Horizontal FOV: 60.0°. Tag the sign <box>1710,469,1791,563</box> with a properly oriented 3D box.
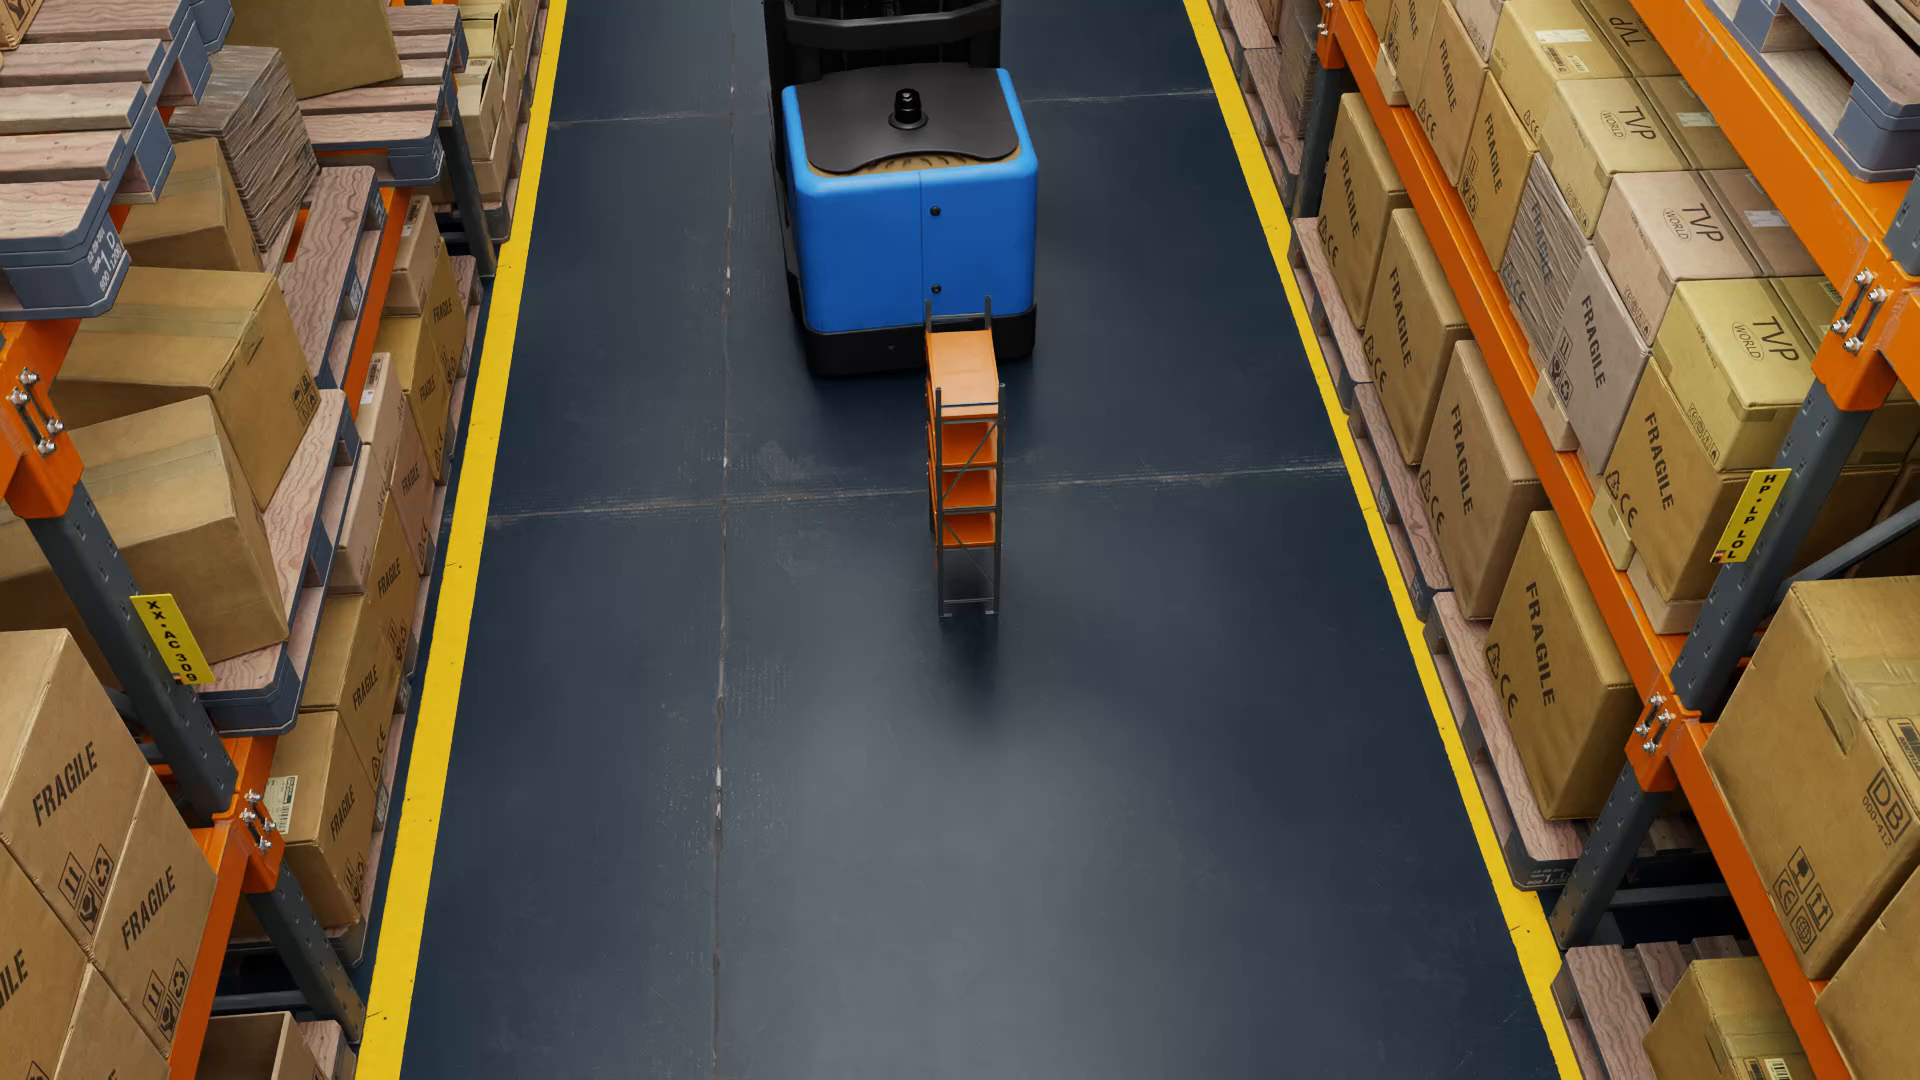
[{"bbox_3d":[1.965,-0.056,4.131,0.100,0.325,0.005,-3,47,-3],"label":"sign"}]

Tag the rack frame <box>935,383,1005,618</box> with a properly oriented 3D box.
[{"bbox_3d":[0.034,-0.116,6.170,0.240,1.200,0.015,-3,47,-3],"label":"rack frame"}]

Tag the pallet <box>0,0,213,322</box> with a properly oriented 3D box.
[{"bbox_3d":[-2.416,-0.865,3.703,1.213,0.211,1.003,-3,47,-3],"label":"pallet"}]

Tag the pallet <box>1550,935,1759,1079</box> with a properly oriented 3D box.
[{"bbox_3d":[2.490,1.788,5.048,1.003,0.211,1.213,-3,47,-3],"label":"pallet"}]

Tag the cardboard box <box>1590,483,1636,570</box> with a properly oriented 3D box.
[{"bbox_3d":[2.150,-0.055,5.031,0.380,0.149,0.250,-3,47,-3],"label":"cardboard box"}]

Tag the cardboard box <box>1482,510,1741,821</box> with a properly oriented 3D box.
[{"bbox_3d":[2.321,0.407,5.627,0.750,0.750,0.750,-3,47,-3],"label":"cardboard box"}]

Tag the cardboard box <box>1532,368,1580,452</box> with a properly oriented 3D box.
[{"bbox_3d":[2.092,-0.432,5.389,0.380,0.149,0.250,-3,47,-3],"label":"cardboard box"}]

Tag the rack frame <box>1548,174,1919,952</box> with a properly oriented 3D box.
[{"bbox_3d":[2.505,0.274,4.561,1.000,3.000,0.127,-3,47,-3],"label":"rack frame"}]

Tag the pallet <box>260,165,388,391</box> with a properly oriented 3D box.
[{"bbox_3d":[-2.599,-0.843,5.751,1.003,0.211,1.213,-3,47,-3],"label":"pallet"}]

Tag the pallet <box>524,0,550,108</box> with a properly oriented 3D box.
[{"bbox_3d":[-2.895,-2.836,9.427,1.003,0.211,1.213,-3,47,-3],"label":"pallet"}]

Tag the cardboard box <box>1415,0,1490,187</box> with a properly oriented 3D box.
[{"bbox_3d":[2.030,-1.658,6.103,0.500,0.500,0.500,-4,47,-3],"label":"cardboard box"}]

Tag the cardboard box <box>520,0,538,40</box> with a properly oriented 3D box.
[{"bbox_3d":[-2.652,-3.022,9.287,0.500,0.250,0.500,-3,47,-2],"label":"cardboard box"}]

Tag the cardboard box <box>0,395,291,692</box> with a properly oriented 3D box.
[{"bbox_3d":[-2.248,0.043,4.422,0.700,0.500,0.500,-18,49,-16],"label":"cardboard box"}]

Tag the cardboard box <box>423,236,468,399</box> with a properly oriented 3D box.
[{"bbox_3d":[-2.454,-0.945,7.134,0.500,0.500,0.500,-2,47,-2],"label":"cardboard box"}]

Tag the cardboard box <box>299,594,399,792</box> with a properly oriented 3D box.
[{"bbox_3d":[-2.285,0.536,5.731,0.500,0.500,0.500,-3,47,-3],"label":"cardboard box"}]

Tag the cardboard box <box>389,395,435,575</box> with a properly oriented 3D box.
[{"bbox_3d":[-2.361,-0.191,6.420,0.500,0.500,0.500,-5,47,-5],"label":"cardboard box"}]

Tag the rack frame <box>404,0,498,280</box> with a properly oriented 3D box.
[{"bbox_3d":[-2.766,-2.316,7.014,1.000,3.000,0.127,-3,47,-3],"label":"rack frame"}]

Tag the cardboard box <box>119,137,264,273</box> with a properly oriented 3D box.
[{"bbox_3d":[-2.641,-0.875,5.291,0.700,0.500,0.500,-14,48,-13],"label":"cardboard box"}]

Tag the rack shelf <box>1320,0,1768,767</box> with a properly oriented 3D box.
[{"bbox_3d":[2.337,-0.925,6.192,1.077,0.370,4.000,-3,47,-3],"label":"rack shelf"}]

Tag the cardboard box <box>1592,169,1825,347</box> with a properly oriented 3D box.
[{"bbox_3d":[2.177,-0.820,4.793,0.500,0.250,0.500,-3,47,-2],"label":"cardboard box"}]

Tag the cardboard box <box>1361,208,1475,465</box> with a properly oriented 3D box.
[{"bbox_3d":[2.168,-0.851,6.817,0.750,0.750,0.750,-4,47,-3],"label":"cardboard box"}]

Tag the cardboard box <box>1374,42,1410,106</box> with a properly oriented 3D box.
[{"bbox_3d":[1.917,-1.908,6.786,0.380,0.149,0.250,-2,47,-2],"label":"cardboard box"}]

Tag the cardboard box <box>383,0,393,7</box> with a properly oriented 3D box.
[{"bbox_3d":[-2.753,-2.551,7.298,0.500,0.311,0.500,-1,47,-1],"label":"cardboard box"}]

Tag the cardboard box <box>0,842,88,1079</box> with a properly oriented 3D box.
[{"bbox_3d":[-2.085,0.921,3.191,0.500,0.500,0.500,-4,47,-4],"label":"cardboard box"}]

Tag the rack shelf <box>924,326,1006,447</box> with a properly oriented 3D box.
[{"bbox_3d":[0.014,-0.563,6.052,0.258,0.148,0.480,-3,47,-3],"label":"rack shelf"}]

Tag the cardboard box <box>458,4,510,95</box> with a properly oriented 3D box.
[{"bbox_3d":[-2.570,-2.484,8.391,0.500,0.311,0.500,-5,47,-4],"label":"cardboard box"}]

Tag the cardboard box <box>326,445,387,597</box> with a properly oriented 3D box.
[{"bbox_3d":[-2.313,-0.060,5.779,0.500,0.250,0.500,-3,47,-3],"label":"cardboard box"}]

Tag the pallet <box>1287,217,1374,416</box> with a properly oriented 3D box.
[{"bbox_3d":[2.161,-1.086,7.769,1.003,0.211,1.213,-3,47,-3],"label":"pallet"}]

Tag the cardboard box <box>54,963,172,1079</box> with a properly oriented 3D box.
[{"bbox_3d":[-2.089,1.263,3.556,0.500,0.500,0.500,-2,47,-2],"label":"cardboard box"}]

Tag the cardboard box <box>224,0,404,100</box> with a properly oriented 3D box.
[{"bbox_3d":[-2.601,-2.046,6.400,0.700,0.500,0.500,-18,49,-16],"label":"cardboard box"}]

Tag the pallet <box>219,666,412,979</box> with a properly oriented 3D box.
[{"bbox_3d":[-2.537,0.951,5.841,1.003,0.211,1.213,-3,47,-3],"label":"pallet"}]

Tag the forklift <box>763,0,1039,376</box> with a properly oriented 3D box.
[{"bbox_3d":[-0.393,-2.831,7.549,1.130,2.935,3.031,-6,47,-6],"label":"forklift"}]

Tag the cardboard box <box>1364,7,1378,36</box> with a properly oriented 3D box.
[{"bbox_3d":[1.967,-2.288,7.147,0.380,0.149,0.250,-4,47,-4],"label":"cardboard box"}]

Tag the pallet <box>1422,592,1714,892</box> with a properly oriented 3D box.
[{"bbox_3d":[2.365,0.680,6.097,1.003,0.211,1.213,-3,47,-3],"label":"pallet"}]

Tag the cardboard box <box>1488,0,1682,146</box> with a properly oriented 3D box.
[{"bbox_3d":[2.091,-1.558,5.492,0.500,0.250,0.500,-4,47,-4],"label":"cardboard box"}]

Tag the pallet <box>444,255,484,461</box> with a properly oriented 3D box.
[{"bbox_3d":[-2.741,-0.814,7.512,1.003,0.211,1.213,-3,47,-3],"label":"pallet"}]

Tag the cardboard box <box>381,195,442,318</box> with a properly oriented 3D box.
[{"bbox_3d":[-2.445,-1.163,6.824,0.500,0.250,0.500,-2,47,-2],"label":"cardboard box"}]

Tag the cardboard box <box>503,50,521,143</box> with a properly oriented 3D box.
[{"bbox_3d":[-2.560,-2.275,8.580,0.500,0.250,0.500,-5,47,-4],"label":"cardboard box"}]

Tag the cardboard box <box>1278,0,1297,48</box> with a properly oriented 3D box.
[{"bbox_3d":[2.130,-2.809,8.899,0.700,0.500,0.500,-4,47,-3],"label":"cardboard box"}]

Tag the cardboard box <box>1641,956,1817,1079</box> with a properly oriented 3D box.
[{"bbox_3d":[2.465,1.537,4.797,0.700,0.500,0.500,-3,47,-3],"label":"cardboard box"}]

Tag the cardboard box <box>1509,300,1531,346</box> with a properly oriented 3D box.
[{"bbox_3d":[2.132,-0.795,5.733,0.380,0.149,0.250,-5,47,-4],"label":"cardboard box"}]

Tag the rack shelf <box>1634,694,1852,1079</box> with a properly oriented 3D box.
[{"bbox_3d":[2.672,1.969,3.451,1.077,0.370,4.000,-3,47,-3],"label":"rack shelf"}]

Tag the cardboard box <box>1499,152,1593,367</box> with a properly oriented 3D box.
[{"bbox_3d":[2.129,-0.920,5.405,0.500,0.500,0.500,-3,47,-3],"label":"cardboard box"}]

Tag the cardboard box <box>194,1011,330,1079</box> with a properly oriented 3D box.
[{"bbox_3d":[-2.101,1.681,4.647,0.500,0.500,0.500,-3,47,-3],"label":"cardboard box"}]

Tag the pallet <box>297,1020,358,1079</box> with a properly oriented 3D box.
[{"bbox_3d":[-2.375,2.034,4.815,1.003,0.211,1.213,-3,47,-3],"label":"pallet"}]

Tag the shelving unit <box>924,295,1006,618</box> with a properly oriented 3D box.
[{"bbox_3d":[0.014,-0.293,6.337,0.258,1.200,0.503,-3,47,-3],"label":"shelving unit"}]

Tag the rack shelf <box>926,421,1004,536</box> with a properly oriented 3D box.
[{"bbox_3d":[0.014,-0.247,6.386,0.258,0.148,0.480,-3,47,-3],"label":"rack shelf"}]

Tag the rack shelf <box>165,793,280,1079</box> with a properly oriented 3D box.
[{"bbox_3d":[-2.264,2.273,3.164,1.077,0.370,4.000,-3,47,-3],"label":"rack shelf"}]

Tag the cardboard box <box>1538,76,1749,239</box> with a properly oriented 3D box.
[{"bbox_3d":[2.135,-1.189,5.143,0.500,0.250,0.500,-3,47,-3],"label":"cardboard box"}]

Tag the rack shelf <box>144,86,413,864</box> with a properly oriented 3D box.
[{"bbox_3d":[-2.599,-0.621,5.905,1.077,0.370,4.000,-3,47,-3],"label":"rack shelf"}]

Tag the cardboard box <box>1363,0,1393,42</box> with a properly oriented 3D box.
[{"bbox_3d":[1.955,-2.396,6.802,0.500,0.500,0.500,-2,47,-2],"label":"cardboard box"}]

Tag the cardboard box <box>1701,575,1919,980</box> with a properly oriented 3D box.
[{"bbox_3d":[2.534,0.565,4.079,0.980,0.700,0.700,-3,47,-3],"label":"cardboard box"}]

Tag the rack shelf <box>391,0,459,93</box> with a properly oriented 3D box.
[{"bbox_3d":[-2.934,-3.515,8.645,1.077,0.370,4.000,-3,47,-3],"label":"rack shelf"}]

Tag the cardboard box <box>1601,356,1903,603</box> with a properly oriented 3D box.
[{"bbox_3d":[2.215,-0.188,4.711,0.500,0.500,0.500,-4,47,-4],"label":"cardboard box"}]

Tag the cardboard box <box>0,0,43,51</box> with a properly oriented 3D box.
[{"bbox_3d":[-2.479,-1.517,3.765,0.600,0.600,0.600,-4,47,-4],"label":"cardboard box"}]
